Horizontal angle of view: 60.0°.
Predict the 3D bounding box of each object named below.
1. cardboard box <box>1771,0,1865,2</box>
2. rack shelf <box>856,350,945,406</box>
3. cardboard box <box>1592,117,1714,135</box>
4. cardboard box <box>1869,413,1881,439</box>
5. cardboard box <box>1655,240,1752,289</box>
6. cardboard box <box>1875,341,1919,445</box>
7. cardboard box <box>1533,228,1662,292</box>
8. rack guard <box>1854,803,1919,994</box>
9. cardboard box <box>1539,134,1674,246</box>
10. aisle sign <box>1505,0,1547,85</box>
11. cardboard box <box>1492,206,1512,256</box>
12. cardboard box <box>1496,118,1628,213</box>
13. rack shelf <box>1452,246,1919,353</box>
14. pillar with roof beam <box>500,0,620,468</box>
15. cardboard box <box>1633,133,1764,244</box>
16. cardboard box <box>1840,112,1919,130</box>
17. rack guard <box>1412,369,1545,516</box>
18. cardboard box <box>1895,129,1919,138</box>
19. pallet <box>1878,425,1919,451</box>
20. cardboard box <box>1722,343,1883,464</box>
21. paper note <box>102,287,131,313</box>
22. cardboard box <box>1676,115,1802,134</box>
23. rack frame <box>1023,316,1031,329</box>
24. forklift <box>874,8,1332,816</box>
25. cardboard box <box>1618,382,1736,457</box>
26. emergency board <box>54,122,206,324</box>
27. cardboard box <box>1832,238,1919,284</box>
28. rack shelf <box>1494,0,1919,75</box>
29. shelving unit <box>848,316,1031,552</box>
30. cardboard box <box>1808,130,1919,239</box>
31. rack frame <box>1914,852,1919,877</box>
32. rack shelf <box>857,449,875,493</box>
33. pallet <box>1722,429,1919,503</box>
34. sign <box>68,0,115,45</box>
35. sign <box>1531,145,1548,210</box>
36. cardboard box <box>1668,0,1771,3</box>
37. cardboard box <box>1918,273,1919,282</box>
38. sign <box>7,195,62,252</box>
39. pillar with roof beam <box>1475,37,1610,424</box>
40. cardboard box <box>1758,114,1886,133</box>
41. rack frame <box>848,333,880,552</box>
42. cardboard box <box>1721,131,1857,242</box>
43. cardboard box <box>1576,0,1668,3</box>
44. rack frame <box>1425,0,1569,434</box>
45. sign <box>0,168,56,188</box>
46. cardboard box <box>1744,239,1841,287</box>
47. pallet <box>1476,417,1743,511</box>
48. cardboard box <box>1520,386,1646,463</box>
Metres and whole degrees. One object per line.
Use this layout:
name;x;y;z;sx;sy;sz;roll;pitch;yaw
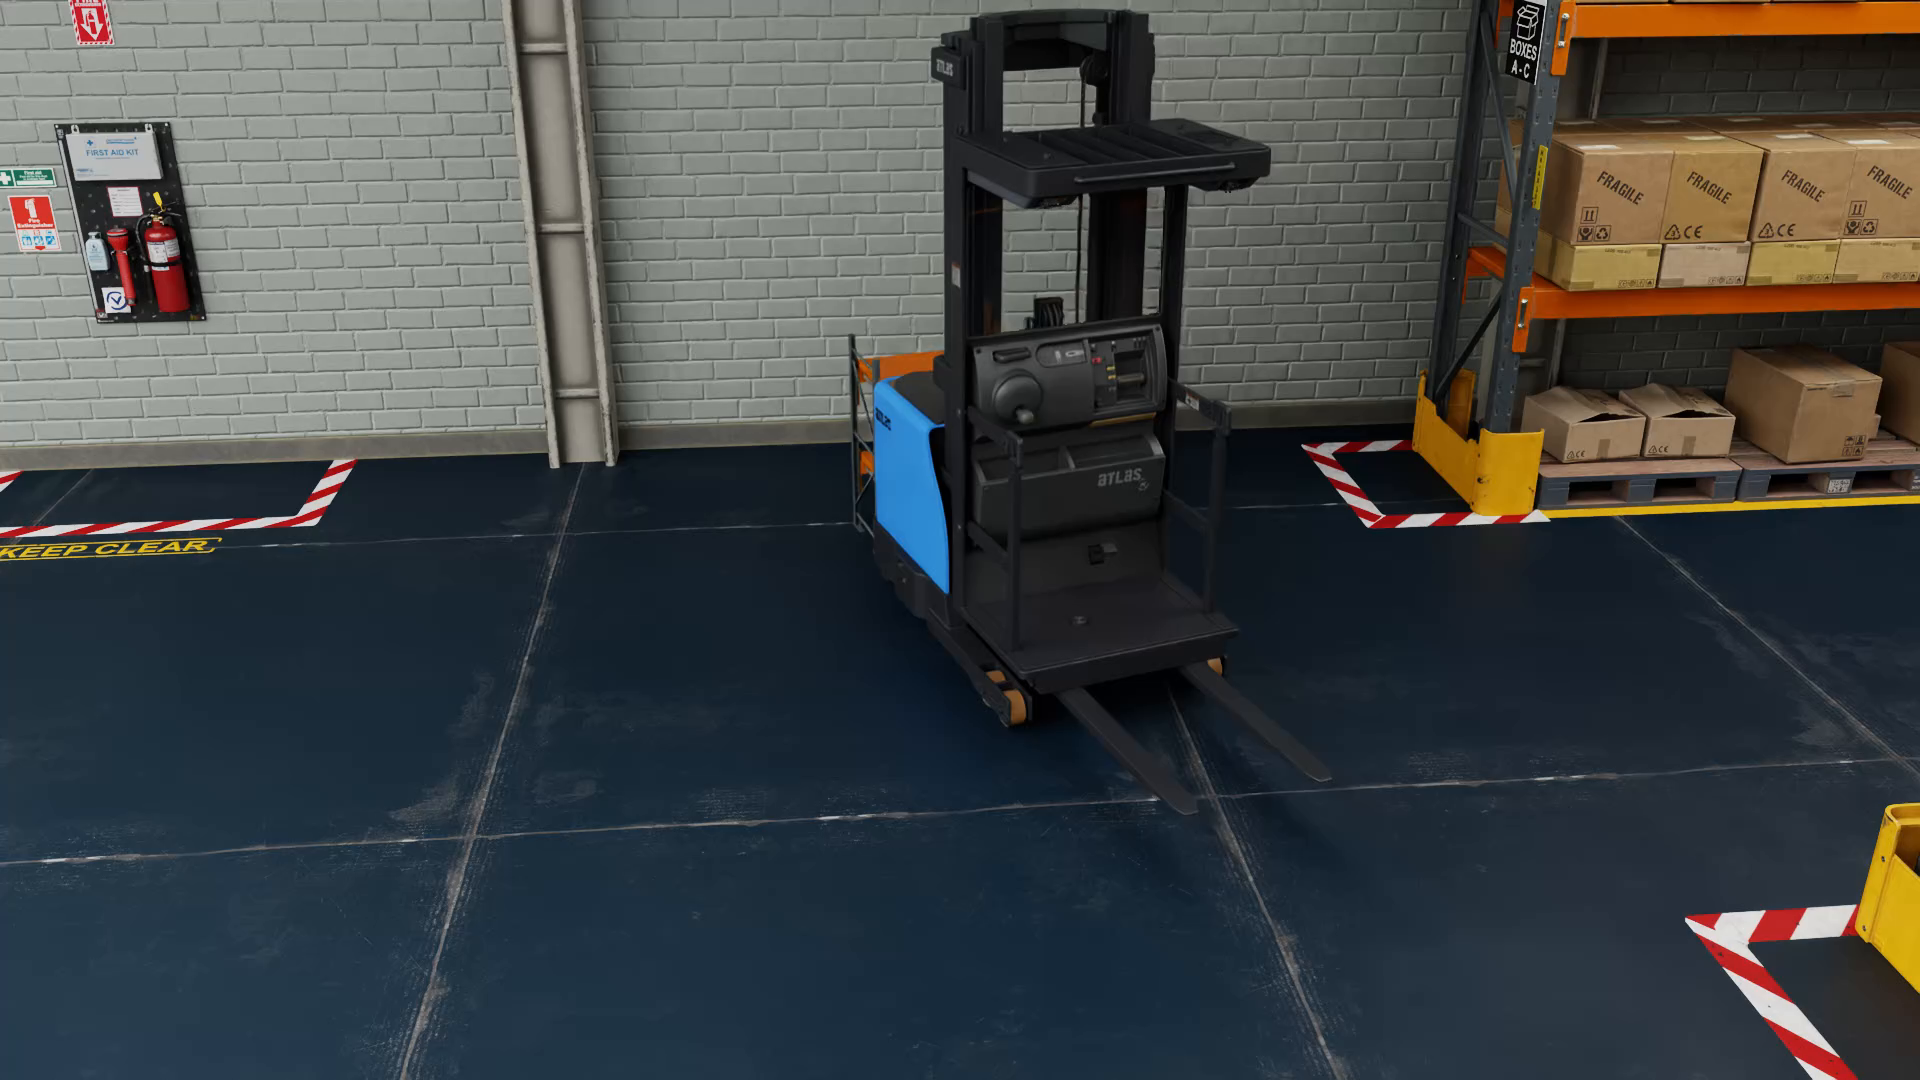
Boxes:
cardboard box;4.428;-3.112;8.719;0.500;0.500;0.500;-1;24;-3
rack shelf;-0.029;-0.843;9.042;1.000;0.278;0.538;-8;25;-18
cardboard box;3.967;-2.149;9.629;0.500;0.500;0.500;-2;24;-4
cardboard box;5.403;-0.747;10.207;0.250;0.149;0.380;-4;24;-9
cardboard box;4.049;-1.603;9.325;0.500;0.250;0.500;-3;24;-7
cardboard box;5.968;-0.906;10.131;0.500;0.500;0.500;-4;24;-9
cardboard box;3.533;-1.577;9.265;0.500;0.250;0.500;-3;24;-7
rack guard;3.483;1.400;5.485;0.348;0.500;1.175;-2;24;-5
cardboard box;3.521;-1.926;9.127;0.500;0.500;0.500;-2;24;-5
aisle sign;2.974;-2.809;8.676;0.004;0.787;0.394;-2;24;-5
cardboard box;3.463;-1.783;9.728;0.500;0.250;0.500;-2;24;-4
cardboard box;3.465;-2.133;9.593;0.500;0.500;0.500;-3;24;-6
rack shelf;5.007;-1.496;9.809;4.000;0.370;1.077;-2;24;-5
pillar with roof beam;-1.920;-2.885;4.661;0.400;9.000;9.100;-2;24;-5
cardboard box;4.014;-1.942;9.162;0.500;0.500;0.500;-2;24;-5
cardboard box;5.497;-2.217;9.782;0.500;0.500;0.500;-2;24;-4
rack guard;3.092;-0.606;9.998;0.348;0.500;1.175;-2;24;-5
cardboard box;5.559;-2.006;9.308;0.500;0.500;0.500;-3;24;-7
pallet;6.332;-0.590;10.317;1.213;0.211;1.003;-2;24;-5
cardboard box;5.016;-0.827;9.954;0.500;0.500;0.700;-4;24;-8
paper note;-4.989;-1.418;9.833;0.142;0.148;0.016;-2;24;-5
cardboard box;4.481;-2.172;9.680;0.500;0.500;0.500;-3;24;-7
rack frame;0.451;-0.644;9.314;0.032;1.125;0.500;-8;25;-18
forklift;0.582;-0.706;7.230;1.130;2.935;3.031;-10;26;-21
cardboard box;4.281;-0.732;9.972;0.500;0.311;0.500;0;24;-1
emergency board;-4.806;-1.800;9.607;0.643;1.169;0.194;-2;24;-5
cardboard box;5.059;-1.641;9.408;0.500;0.250;0.500;-2;24;-5
rack shelf;5.007;-2.867;9.200;4.000;0.370;1.077;-2;24;-5
shelving unit;-0.029;-0.576;9.161;1.048;1.125;0.538;-8;25;-18
cardboard box;5.041;-1.985;9.260;0.500;0.500;0.500;-2;24;-3
rack frame;3.507;0.257;4.979;0.127;3.000;1.000;-2;24;-5
rack shelf;-0.029;-0.352;9.260;1.000;0.278;0.538;-8;25;-18
pallet;5.115;-0.540;10.204;1.213;0.211;1.003;-2;24;-5
sign;-4.824;-2.899;9.226;0.199;0.298;0.001;-2;24;-5
sign;3.070;-1.922;8.814;0.005;0.325;0.100;-2;24;-5
cardboard box;3.912;-3.090;8.668;0.500;0.500;0.500;-1;24;-2
cardboard box;5.560;-1.661;9.454;0.500;0.250;0.500;-2;24;-5
sign;-5.366;-1.836;9.644;0.234;0.329;0.001;-2;24;-5
pillar with roof beam;4.051;-3.124;5.200;0.400;9.000;9.100;-2;24;-5
cardboard box;4.982;-2.192;9.725;0.500;0.500;0.500;-2;24;-4
rack frame;-0.509;-0.508;9.007;0.032;1.125;0.500;-8;25;-18
cardboard box;4.529;-1.960;9.203;0.500;0.500;0.500;-3;24;-7
cardboard box;3.374;-3.083;8.652;0.500;0.500;0.500;-2;24;-4
rack frame;3.016;-1.745;9.483;0.127;3.000;1.000;-2;24;-5
sign;-5.361;-2.075;9.528;0.331;0.109;0.001;-2;24;-5
cardboard box;4.556;-1.621;9.365;0.500;0.250;0.500;-3;24;-6
pallet;3.904;-0.492;10.097;1.213;0.211;1.003;-2;24;-5
cardboard box;3.714;-0.709;9.920;0.500;0.311;0.500;-5;24;-11
